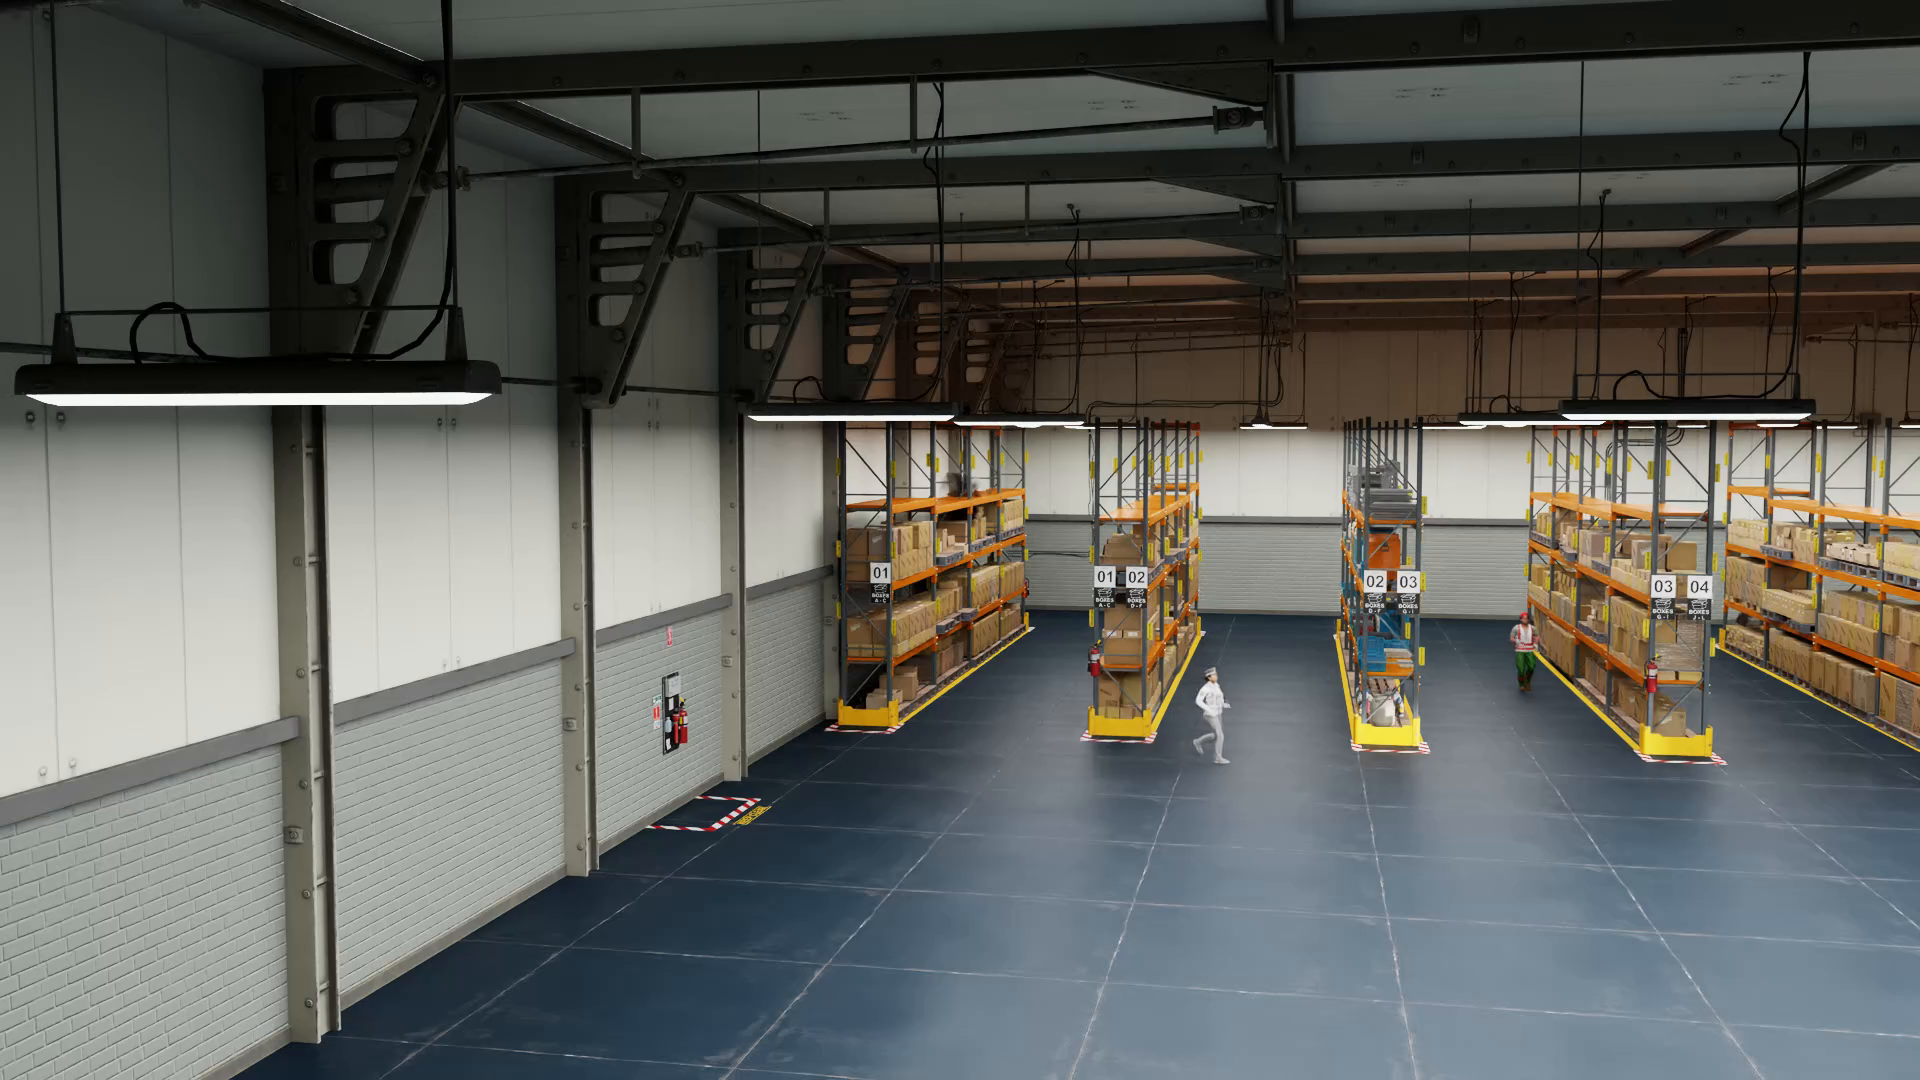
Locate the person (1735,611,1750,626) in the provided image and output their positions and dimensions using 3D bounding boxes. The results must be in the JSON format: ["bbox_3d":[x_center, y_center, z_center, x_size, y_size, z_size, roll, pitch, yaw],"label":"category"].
[{"bbox_3d":[21.386,1.962,45.337,0.786,1.688,0.570,-4,5,-44],"label":"person"}]

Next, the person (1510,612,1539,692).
[{"bbox_3d":[12.415,2.466,36.498,0.639,1.759,0.608,1,4,11],"label":"person"}]

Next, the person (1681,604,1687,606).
[{"bbox_3d":[19.245,1.991,44.578,0.924,1.618,0.663,-2,4,-32],"label":"person"}]

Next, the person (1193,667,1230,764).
[{"bbox_3d":[4.349,3.021,28.793,0.739,1.659,0.624,3,5,37],"label":"person"}]
